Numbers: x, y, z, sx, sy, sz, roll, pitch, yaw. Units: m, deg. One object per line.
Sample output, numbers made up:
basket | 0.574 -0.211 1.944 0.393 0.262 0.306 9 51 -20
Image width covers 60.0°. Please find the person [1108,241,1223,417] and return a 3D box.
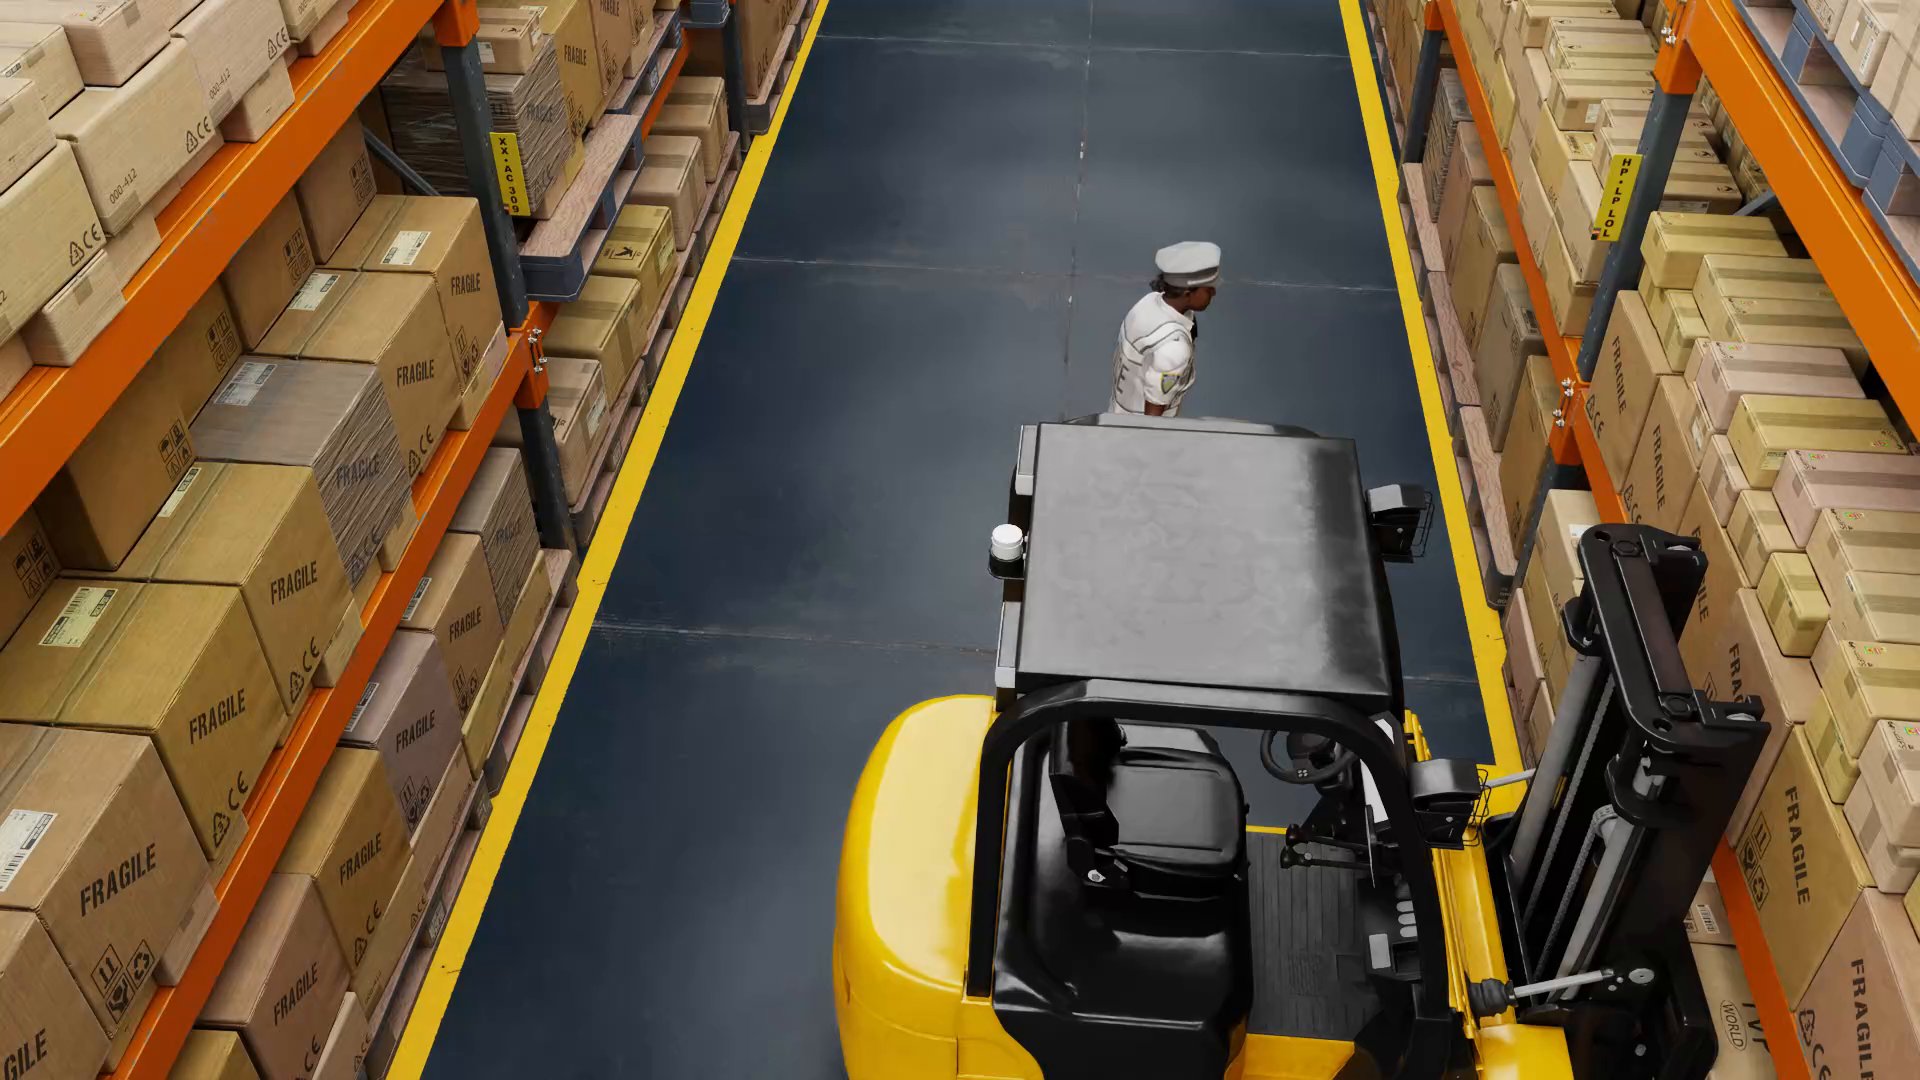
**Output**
person | 0.802 -0.413 6.645 0.428 1.658 0.527 1 40 1
